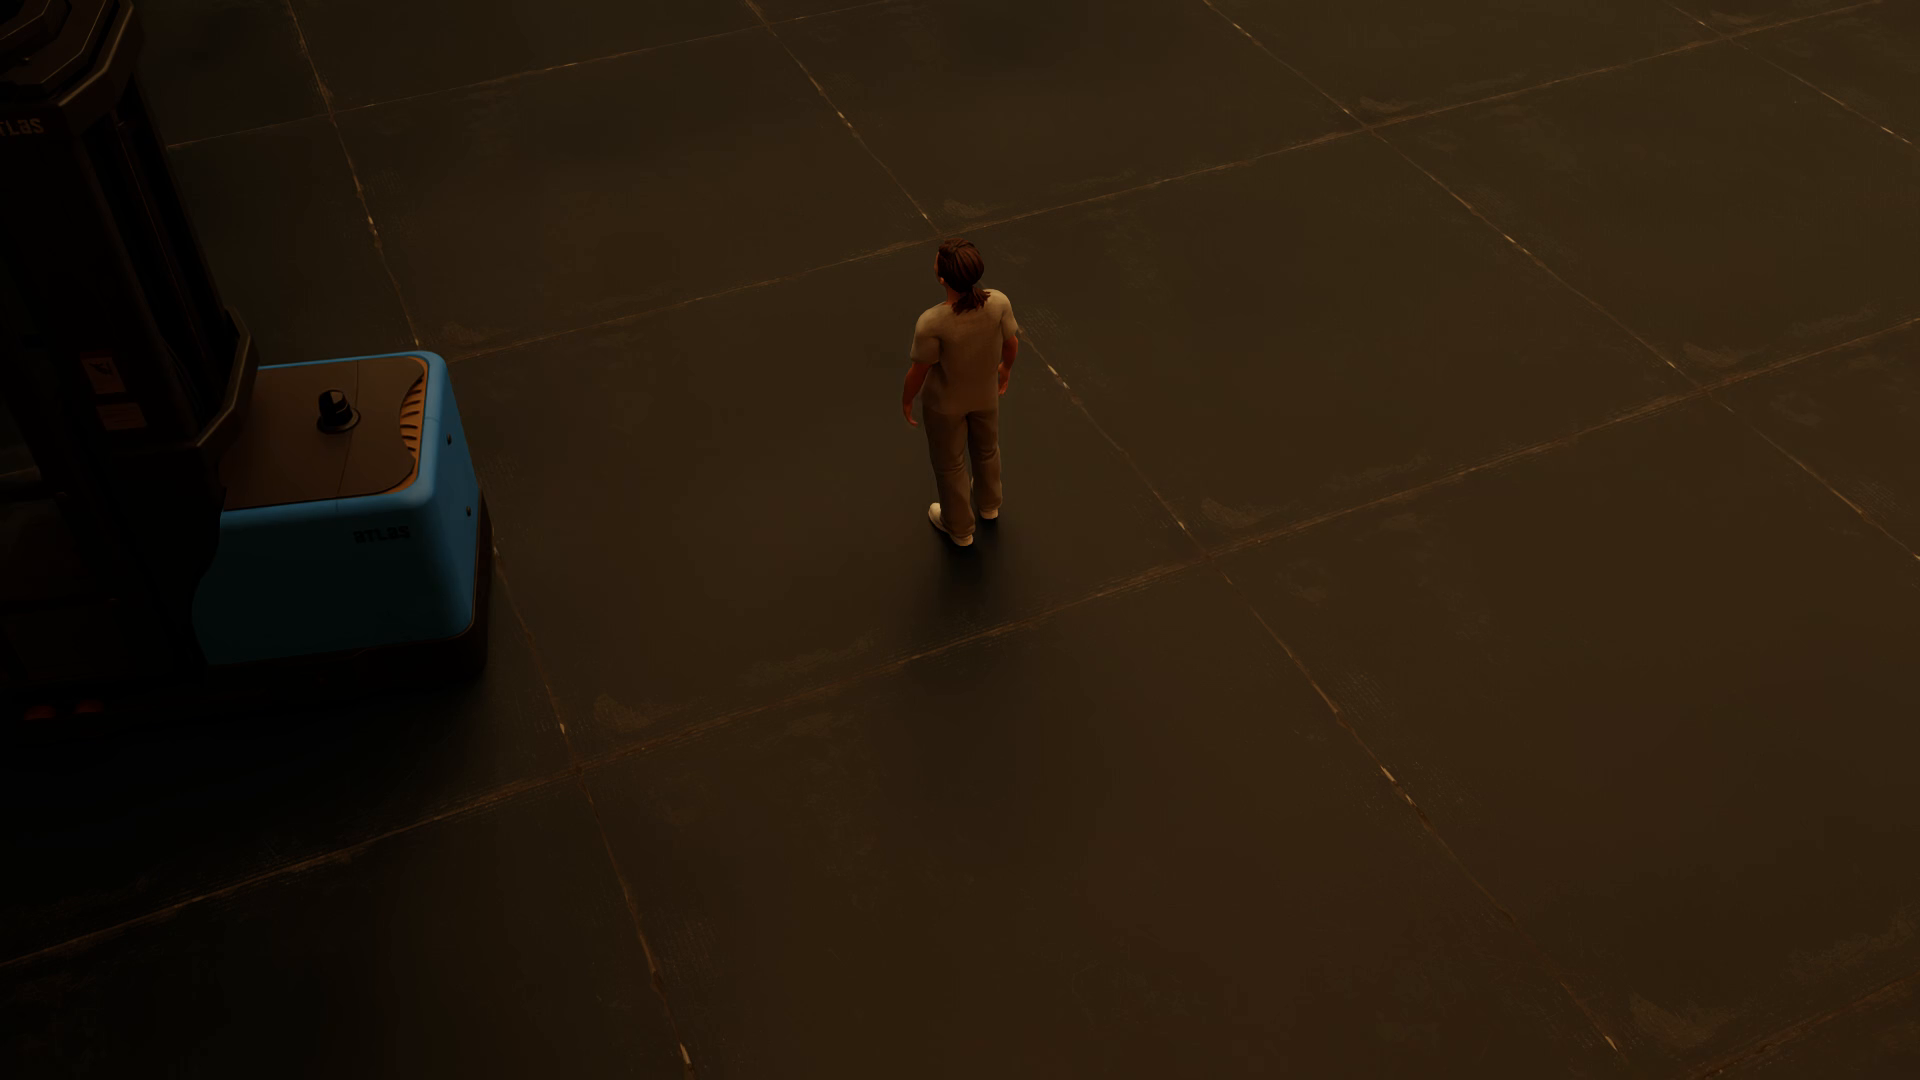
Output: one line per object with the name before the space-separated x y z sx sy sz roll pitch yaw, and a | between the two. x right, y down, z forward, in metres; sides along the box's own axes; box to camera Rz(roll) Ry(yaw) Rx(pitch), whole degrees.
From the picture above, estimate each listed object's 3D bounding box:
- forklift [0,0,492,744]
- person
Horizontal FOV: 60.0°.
forklift | -3.613 -0.617 6.341 3.031 2.935 1.130 -7 43 -7
person | -0.019 -0.667 7.305 0.550 1.675 0.549 -18 46 -18
